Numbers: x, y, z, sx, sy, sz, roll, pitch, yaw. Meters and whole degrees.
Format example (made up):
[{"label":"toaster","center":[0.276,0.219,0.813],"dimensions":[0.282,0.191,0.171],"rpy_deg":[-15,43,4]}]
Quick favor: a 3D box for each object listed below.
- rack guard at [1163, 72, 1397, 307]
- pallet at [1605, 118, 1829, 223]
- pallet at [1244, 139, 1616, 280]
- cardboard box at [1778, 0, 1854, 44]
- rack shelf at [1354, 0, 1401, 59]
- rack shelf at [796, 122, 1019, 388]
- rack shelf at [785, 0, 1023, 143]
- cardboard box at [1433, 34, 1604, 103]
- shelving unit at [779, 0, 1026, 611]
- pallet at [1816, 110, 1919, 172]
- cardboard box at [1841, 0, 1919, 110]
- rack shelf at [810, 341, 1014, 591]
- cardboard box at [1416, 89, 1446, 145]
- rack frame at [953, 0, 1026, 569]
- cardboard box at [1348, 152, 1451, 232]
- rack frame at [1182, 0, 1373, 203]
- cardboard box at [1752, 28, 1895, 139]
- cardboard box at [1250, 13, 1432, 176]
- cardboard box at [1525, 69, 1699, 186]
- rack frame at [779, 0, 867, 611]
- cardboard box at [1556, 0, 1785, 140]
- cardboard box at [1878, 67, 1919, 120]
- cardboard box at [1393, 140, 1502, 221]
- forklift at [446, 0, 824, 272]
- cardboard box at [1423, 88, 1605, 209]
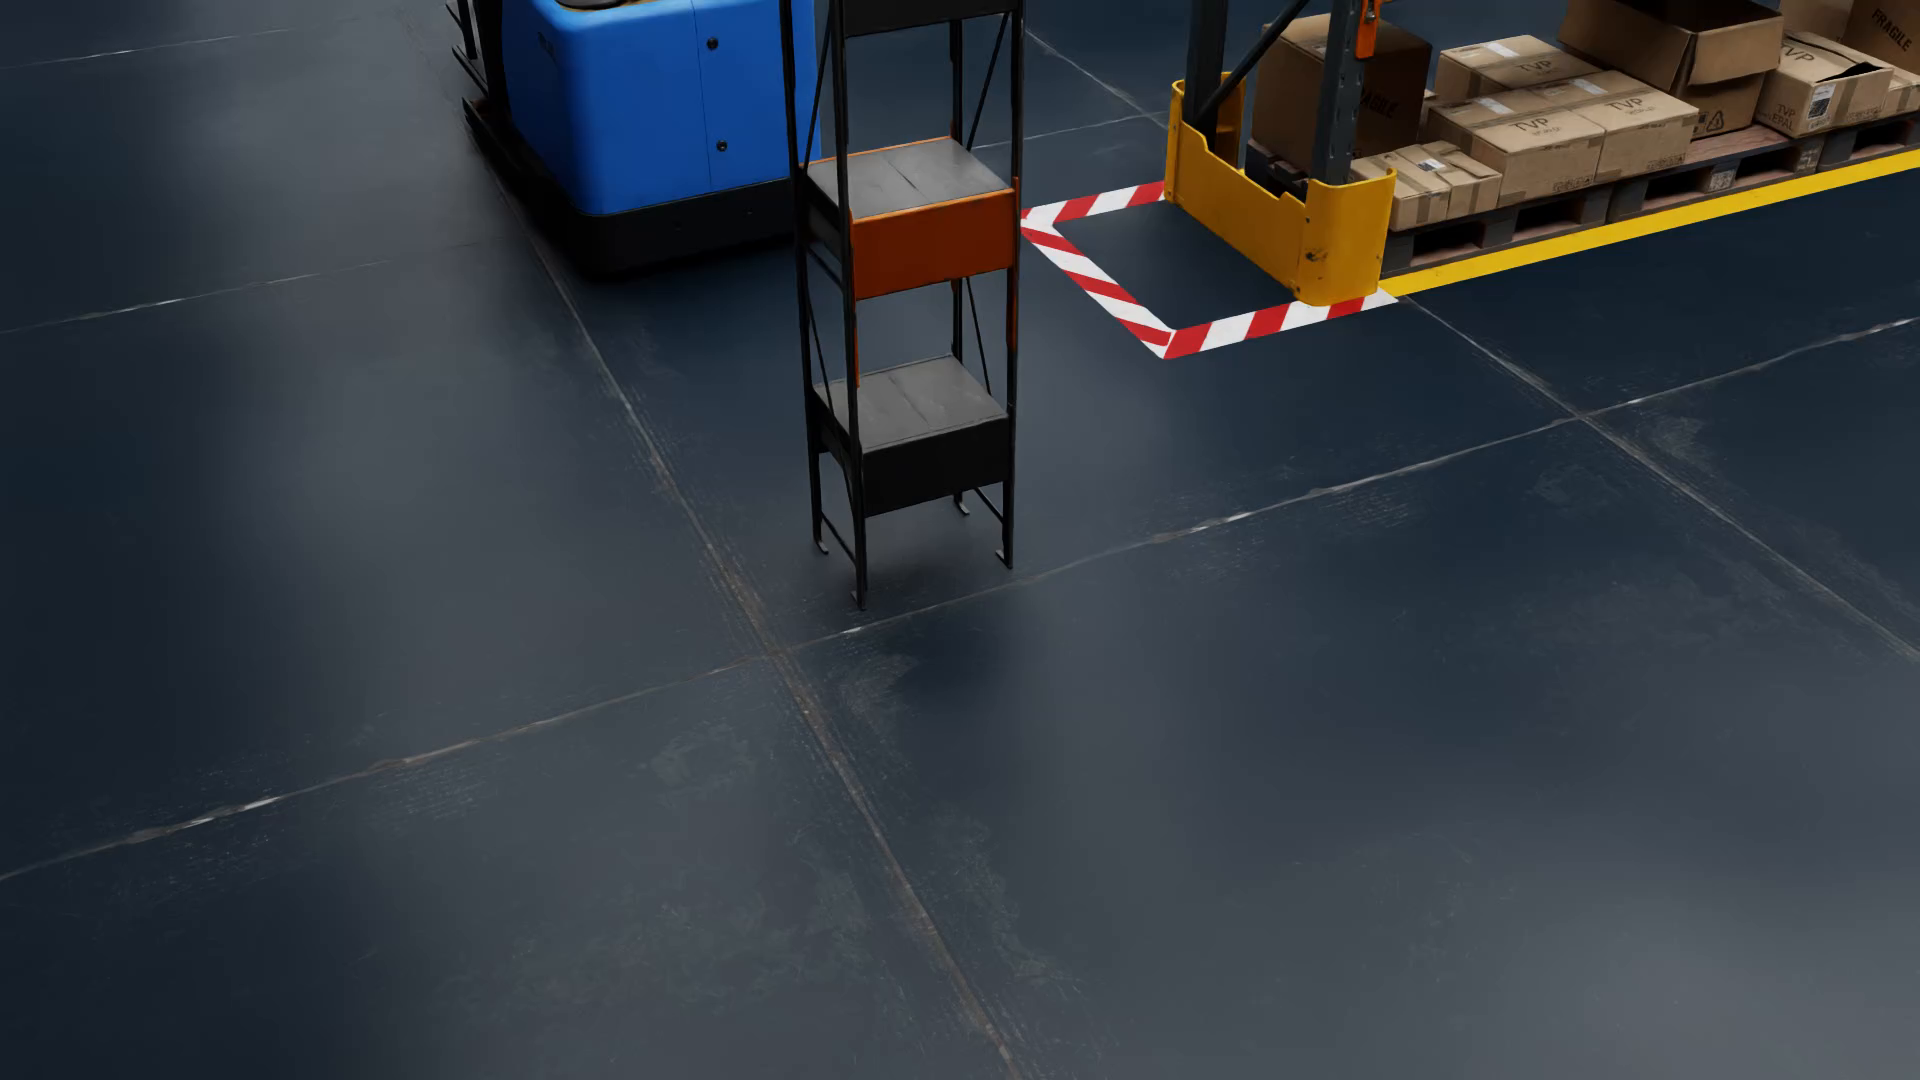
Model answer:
[{"label":"rack guard","center":[1.273,-1.454,6.791],"dimensions":[0.348,0.500,1.175],"rpy_deg":[-16,39,-20]},{"label":"pallet","center":[3.097,-1.847,7.563],"dimensions":[1.213,0.211,1.003],"rpy_deg":[-16,39,-20]},{"label":"pallet","center":[1.994,-1.540,7.150],"dimensions":[1.213,0.211,1.003],"rpy_deg":[-16,39,-20]},{"label":"cardboard box","center":[4.353,-2.559,8.069],"dimensions":[0.500,0.311,0.500],"rpy_deg":[-16,39,-20]},{"label":"rack shelf","center":[3.015,-2.656,6.917],"dimensions":[4.000,0.370,1.077],"rpy_deg":[-16,39,-20]},{"label":"rack shelf","center":[-0.150,-0.790,4.576],"dimensions":[0.480,0.518,0.431],"rpy_deg":[-16,39,-20]},{"label":"rack shelf","center":[-0.150,-1.353,4.159],"dimensions":[0.480,0.518,0.431],"rpy_deg":[-16,39,-20]},{"label":"cardboard box","center":[2.465,-2.006,7.375],"dimensions":[0.500,0.250,0.500],"rpy_deg":[-16,39,-20]},{"label":"shelving unit","center":[-0.150,-0.801,4.568],"dimensions":[0.503,2.100,0.431],"rpy_deg":[-16,39,-20]},{"label":"pallet","center":[4.203,-2.158,7.983],"dimensions":[1.213,0.211,1.003],"rpy_deg":[-16,39,-20]},{"label":"cardboard box","center":[4.430,-2.327,7.598],"dimensions":[0.500,0.500,0.500],"rpy_deg":[-16,39,-20]},{"label":"rack shelf","center":[-0.150,-0.228,4.993],"dimensions":[0.480,0.518,0.431],"rpy_deg":[-16,39,-20]},{"label":"cardboard box","center":[1.997,-1.802,7.171],"dimensions":[0.250,0.166,0.380],"rpy_deg":[-16,39,-20]},{"label":"rack frame","center":[0.071,-0.863,4.651],"dimensions":[0.015,2.100,0.400],"rpy_deg":[-16,39,-20]},{"label":"cardboard box","center":[1.729,-1.391,6.632],"dimensions":[0.250,0.149,0.380],"rpy_deg":[-16,39,-20]},{"label":"rack frame","center":[1.204,-2.439,6.020],"dimensions":[0.127,3.000,1.000],"rpy_deg":[-16,39,-20]},{"label":"cardboard box","center":[3.751,-2.061,7.399],"dimensions":[0.500,0.311,0.500],"rpy_deg":[-16,39,-20]},{"label":"cardboard box","center":[1.592,-1.882,6.999],"dimensions":[0.500,0.500,0.500],"rpy_deg":[-16,39,-20]},{"label":"cardboard box","center":[2.722,-1.749,7.029],"dimensions":[0.500,0.250,0.500],"rpy_deg":[-16,39,-20]},{"label":"rack frame","center":[-0.371,-0.740,4.485],"dimensions":[0.015,2.100,0.400],"rpy_deg":[-16,39,-20]},{"label":"cardboard box","center":[3.127,-2.147,7.353],"dimensions":[0.637,0.503,0.797],"rpy_deg":[-16,39,-20]},{"label":"cardboard box","center":[4.116,-2.059,7.531],"dimensions":[0.250,0.149,0.380],"rpy_deg":[-16,39,-20]},{"label":"cardboard box","center":[1.956,-1.462,6.712],"dimensions":[0.250,0.166,0.380],"rpy_deg":[-16,39,-20]},{"label":"forklift","center":[-1.675,-3.096,6.964],"dimensions":[1.130,2.935,3.031],"rpy_deg":[-17,40,-22]},{"label":"cardboard box","center":[2.270,-1.622,6.858],"dimensions":[0.500,0.250,0.500],"rpy_deg":[-16,39,-20]}]
